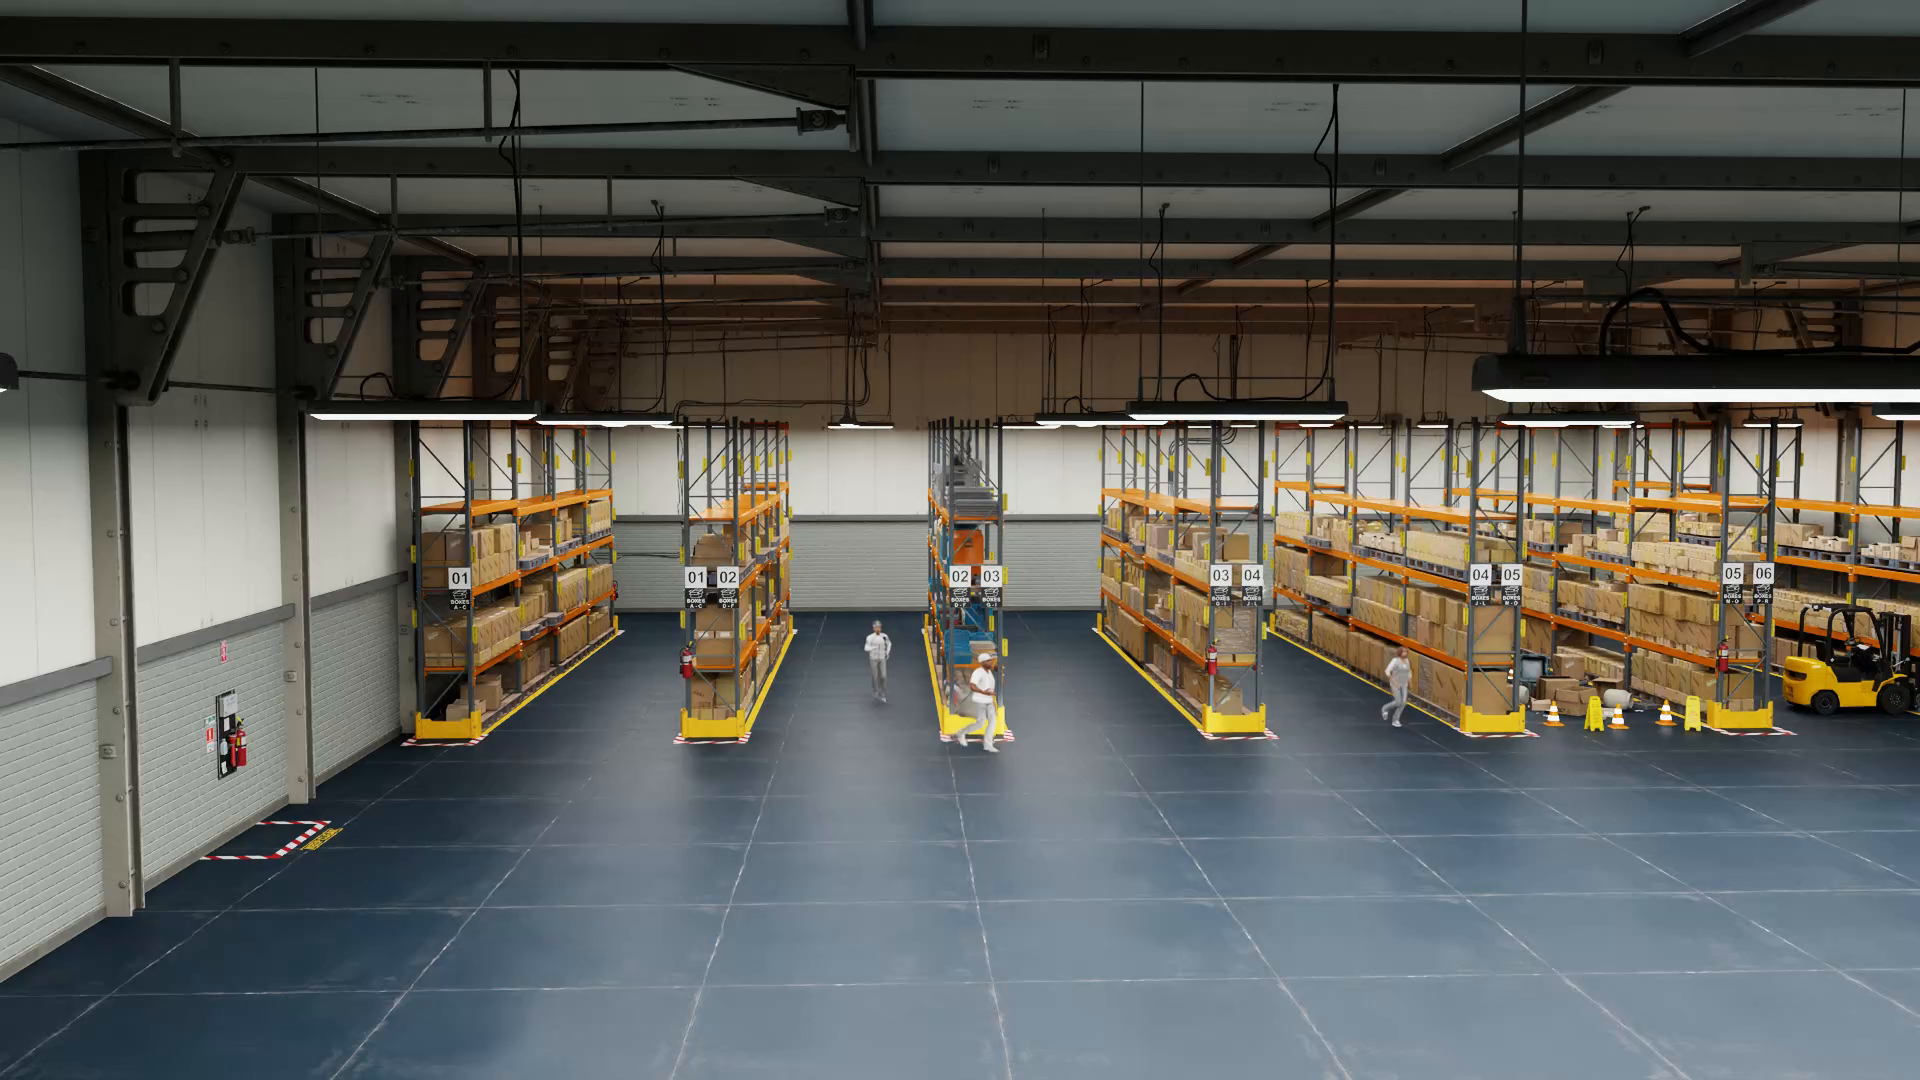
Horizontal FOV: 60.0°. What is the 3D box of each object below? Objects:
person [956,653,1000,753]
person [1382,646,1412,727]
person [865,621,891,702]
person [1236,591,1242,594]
[{"bbox_3d":[0.377,2.909,29.865,0.837,1.761,0.710,2,4,29],"label":"person"},{"bbox_3d":[8.545,2.839,32.381,0.569,1.541,0.538,-2,4,-24],"label":"person"},{"bbox_3d":[-1.729,2.574,35.347,0.592,1.734,0.684,-1,4,-9],"label":"person"},{"bbox_3d":[8.362,1.749,48.745,0.763,1.668,0.736,-2,4,-31],"label":"person"}]
